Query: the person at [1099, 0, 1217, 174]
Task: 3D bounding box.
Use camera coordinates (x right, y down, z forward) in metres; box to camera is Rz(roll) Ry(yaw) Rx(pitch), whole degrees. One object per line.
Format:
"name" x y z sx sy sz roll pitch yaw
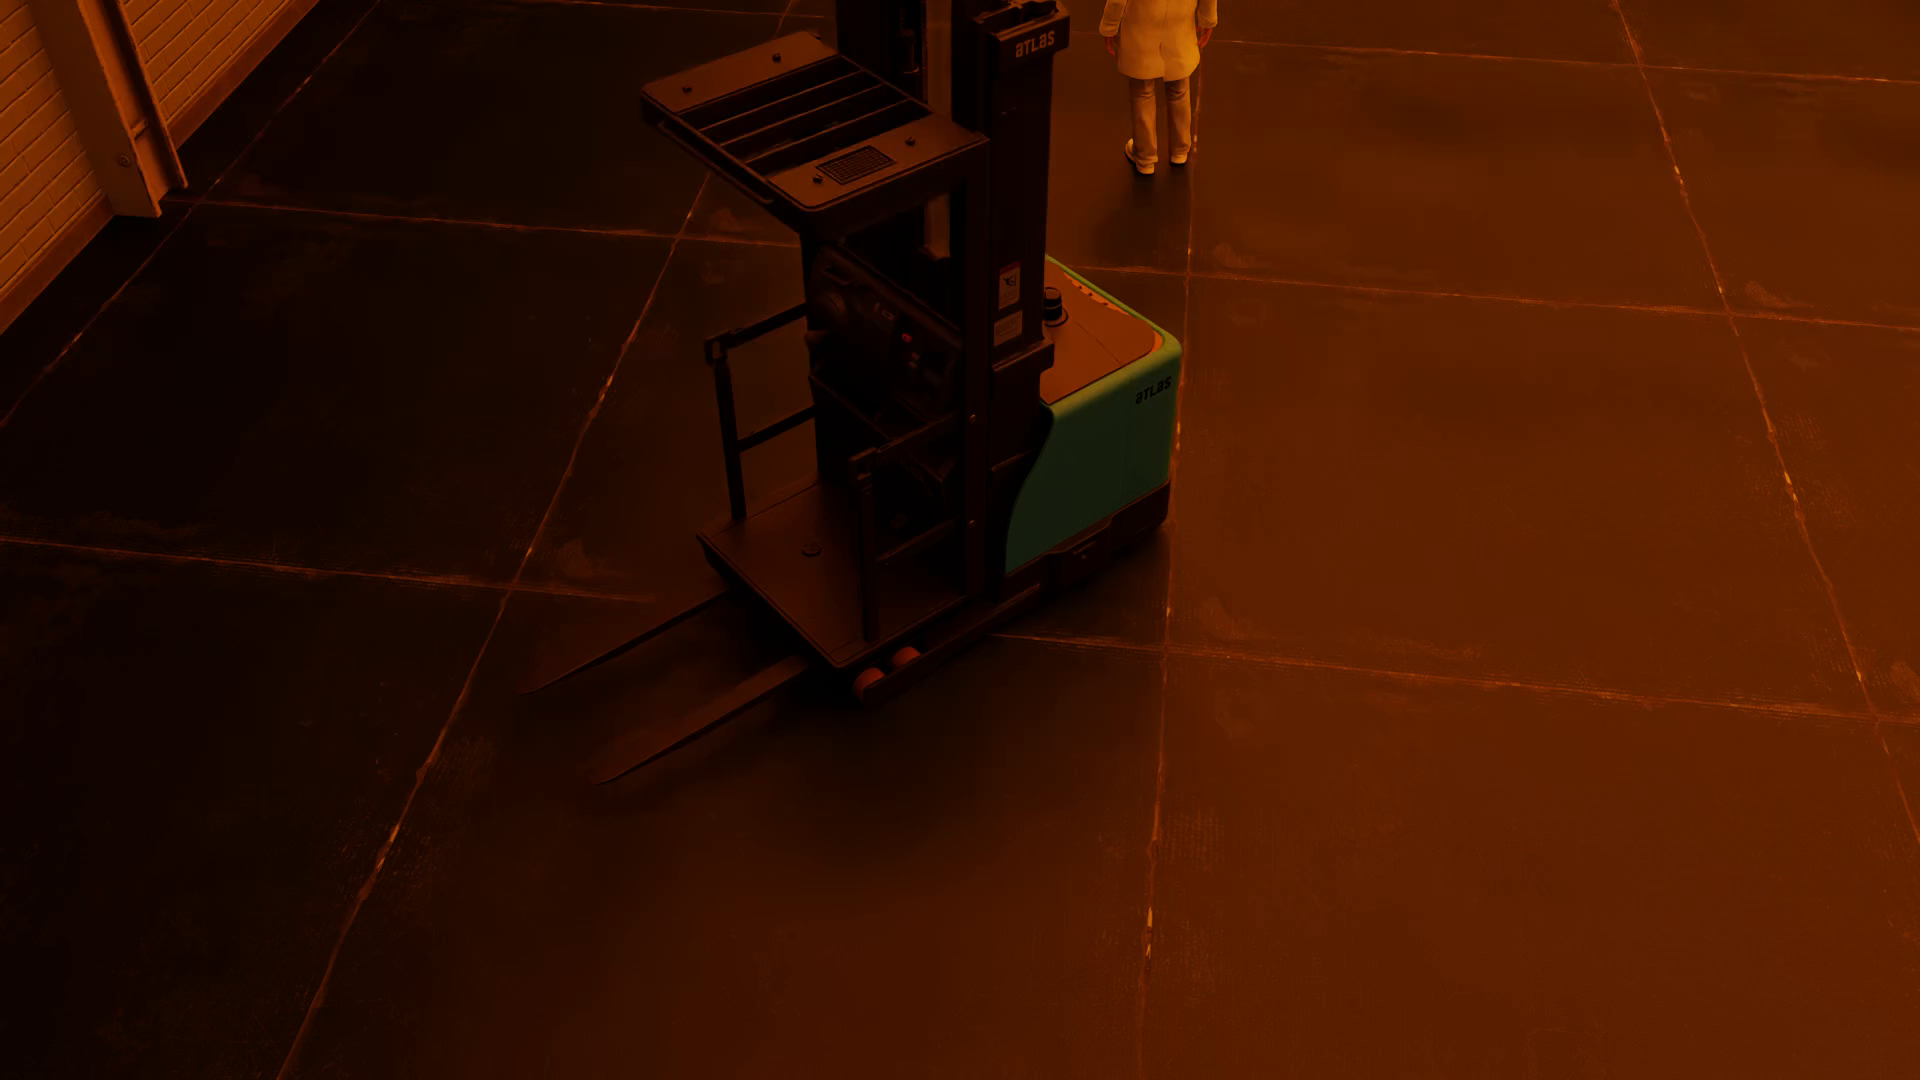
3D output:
"person" 1.164 -3.046 9.882 0.698 1.776 0.580 -2 43 -2

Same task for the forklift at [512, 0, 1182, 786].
"forklift" -0.475 -0.775 6.568 3.031 2.935 1.130 -29 50 -28
